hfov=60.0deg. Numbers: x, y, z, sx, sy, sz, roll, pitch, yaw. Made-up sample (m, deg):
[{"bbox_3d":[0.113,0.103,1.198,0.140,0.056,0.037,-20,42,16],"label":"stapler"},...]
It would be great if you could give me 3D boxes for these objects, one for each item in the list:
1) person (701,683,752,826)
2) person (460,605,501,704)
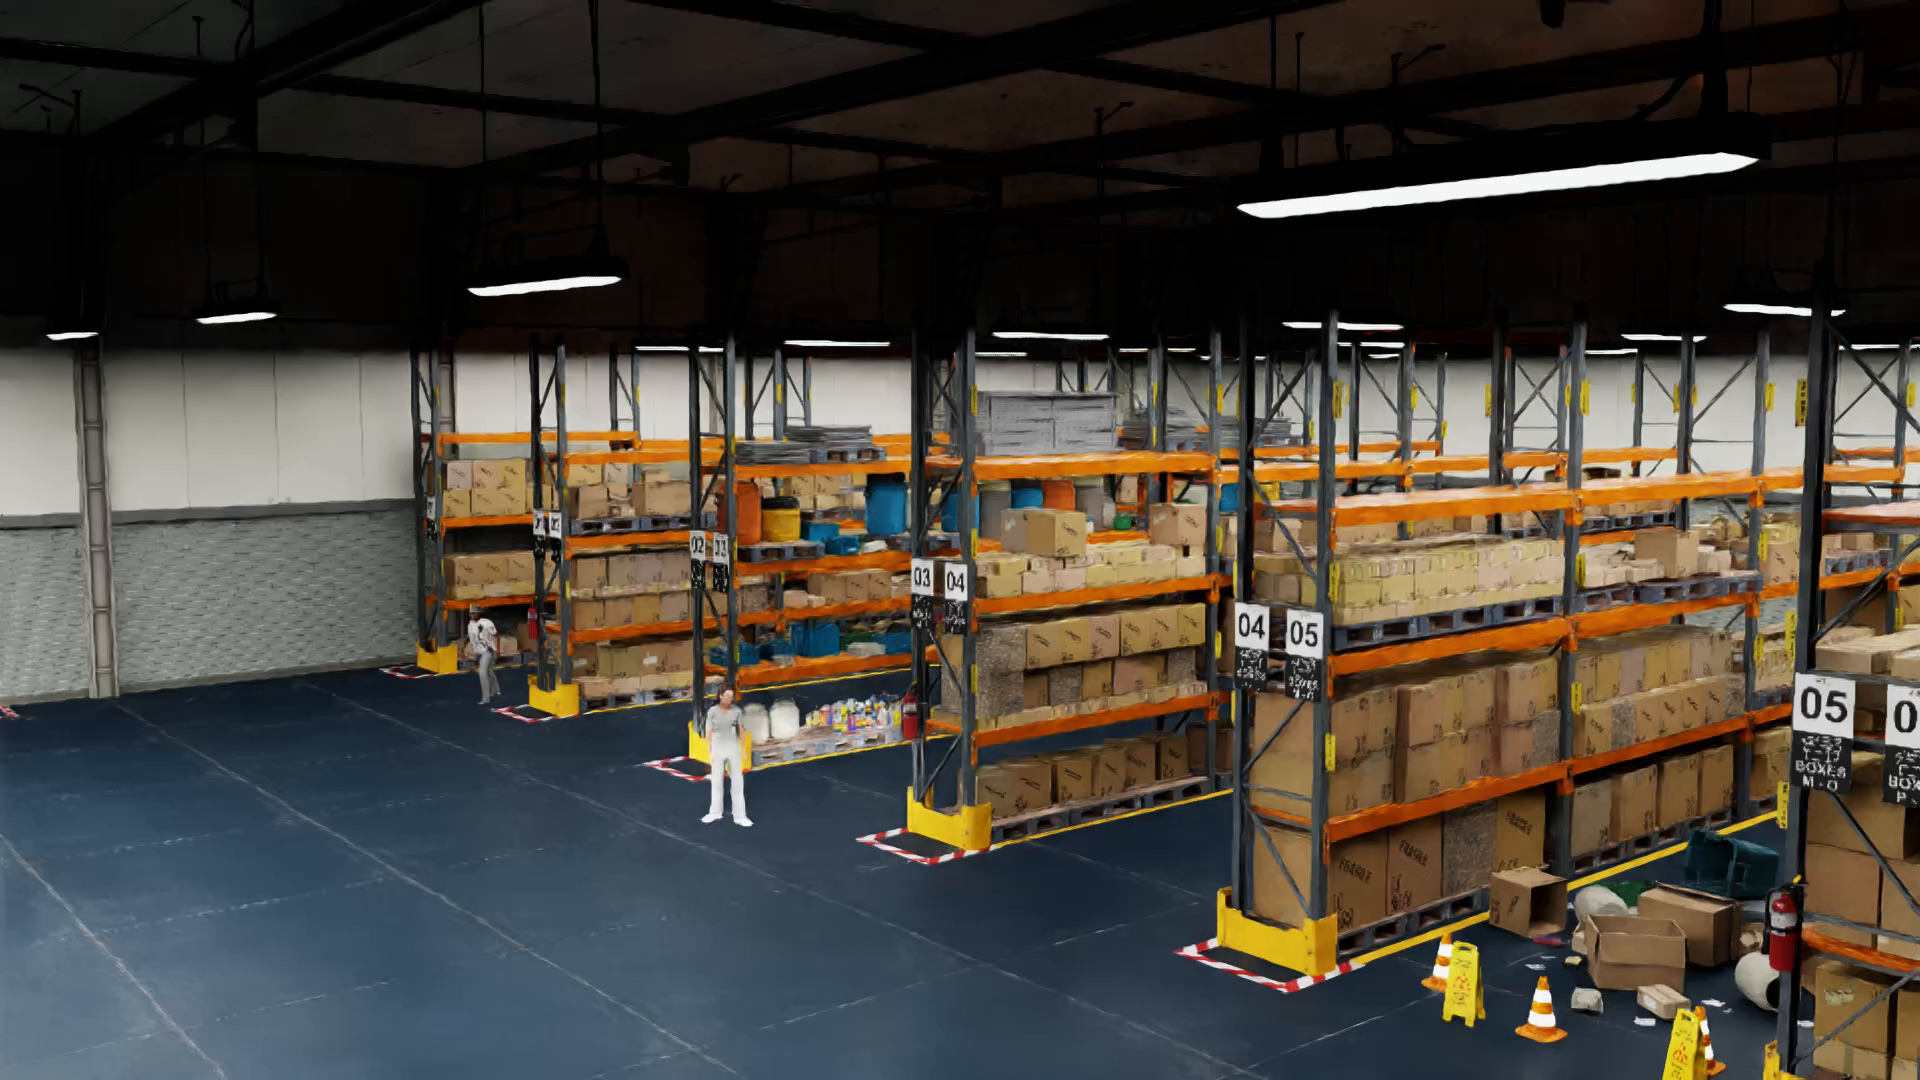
[{"bbox_3d":[-2.765,2.516,19.605,0.580,1.673,0.479,-1,5,-13],"label":"person"},{"bbox_3d":[-7.780,1.833,27.273,0.621,1.606,0.828,3,6,33],"label":"person"}]
